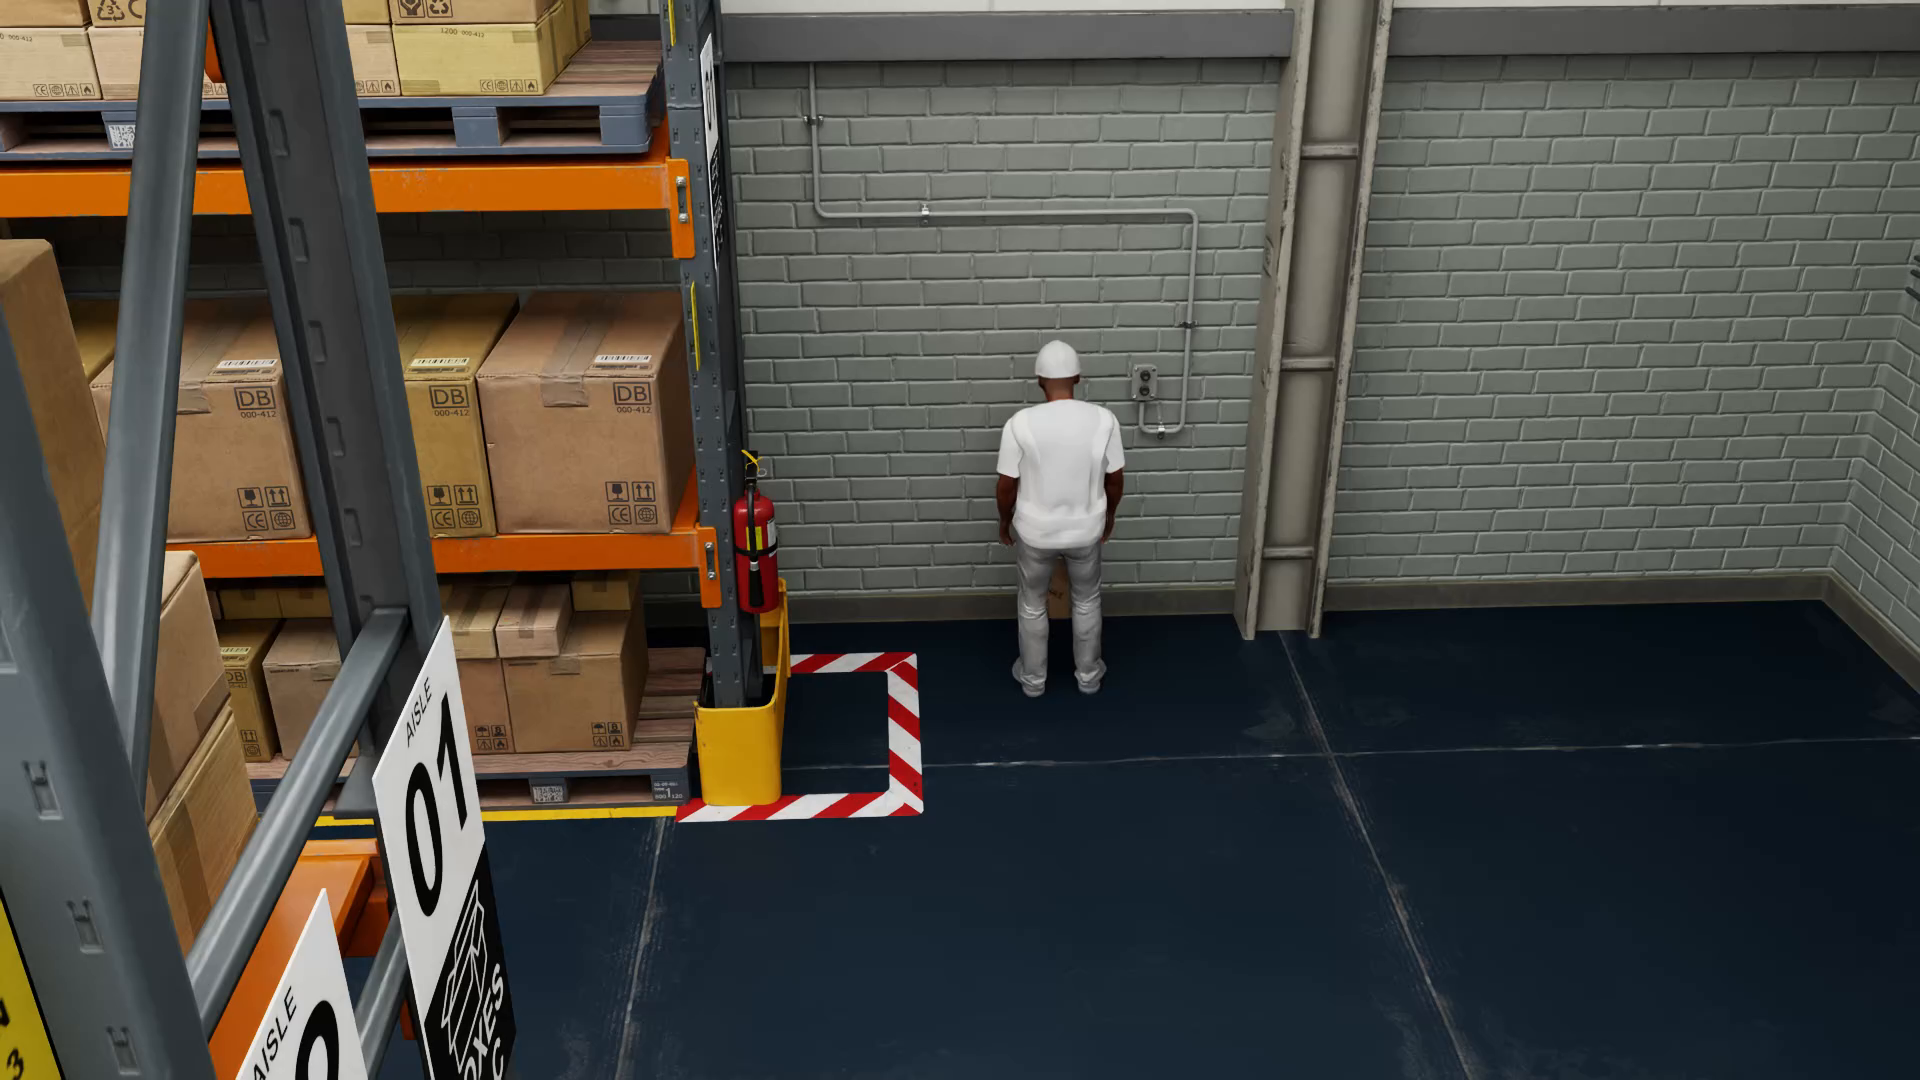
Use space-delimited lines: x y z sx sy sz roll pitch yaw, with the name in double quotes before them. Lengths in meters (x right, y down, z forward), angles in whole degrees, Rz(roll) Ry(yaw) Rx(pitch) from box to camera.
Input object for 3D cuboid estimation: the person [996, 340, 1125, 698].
"person" 0.458 -0.074 7.739 0.594 1.764 0.435 -2 27 -4
